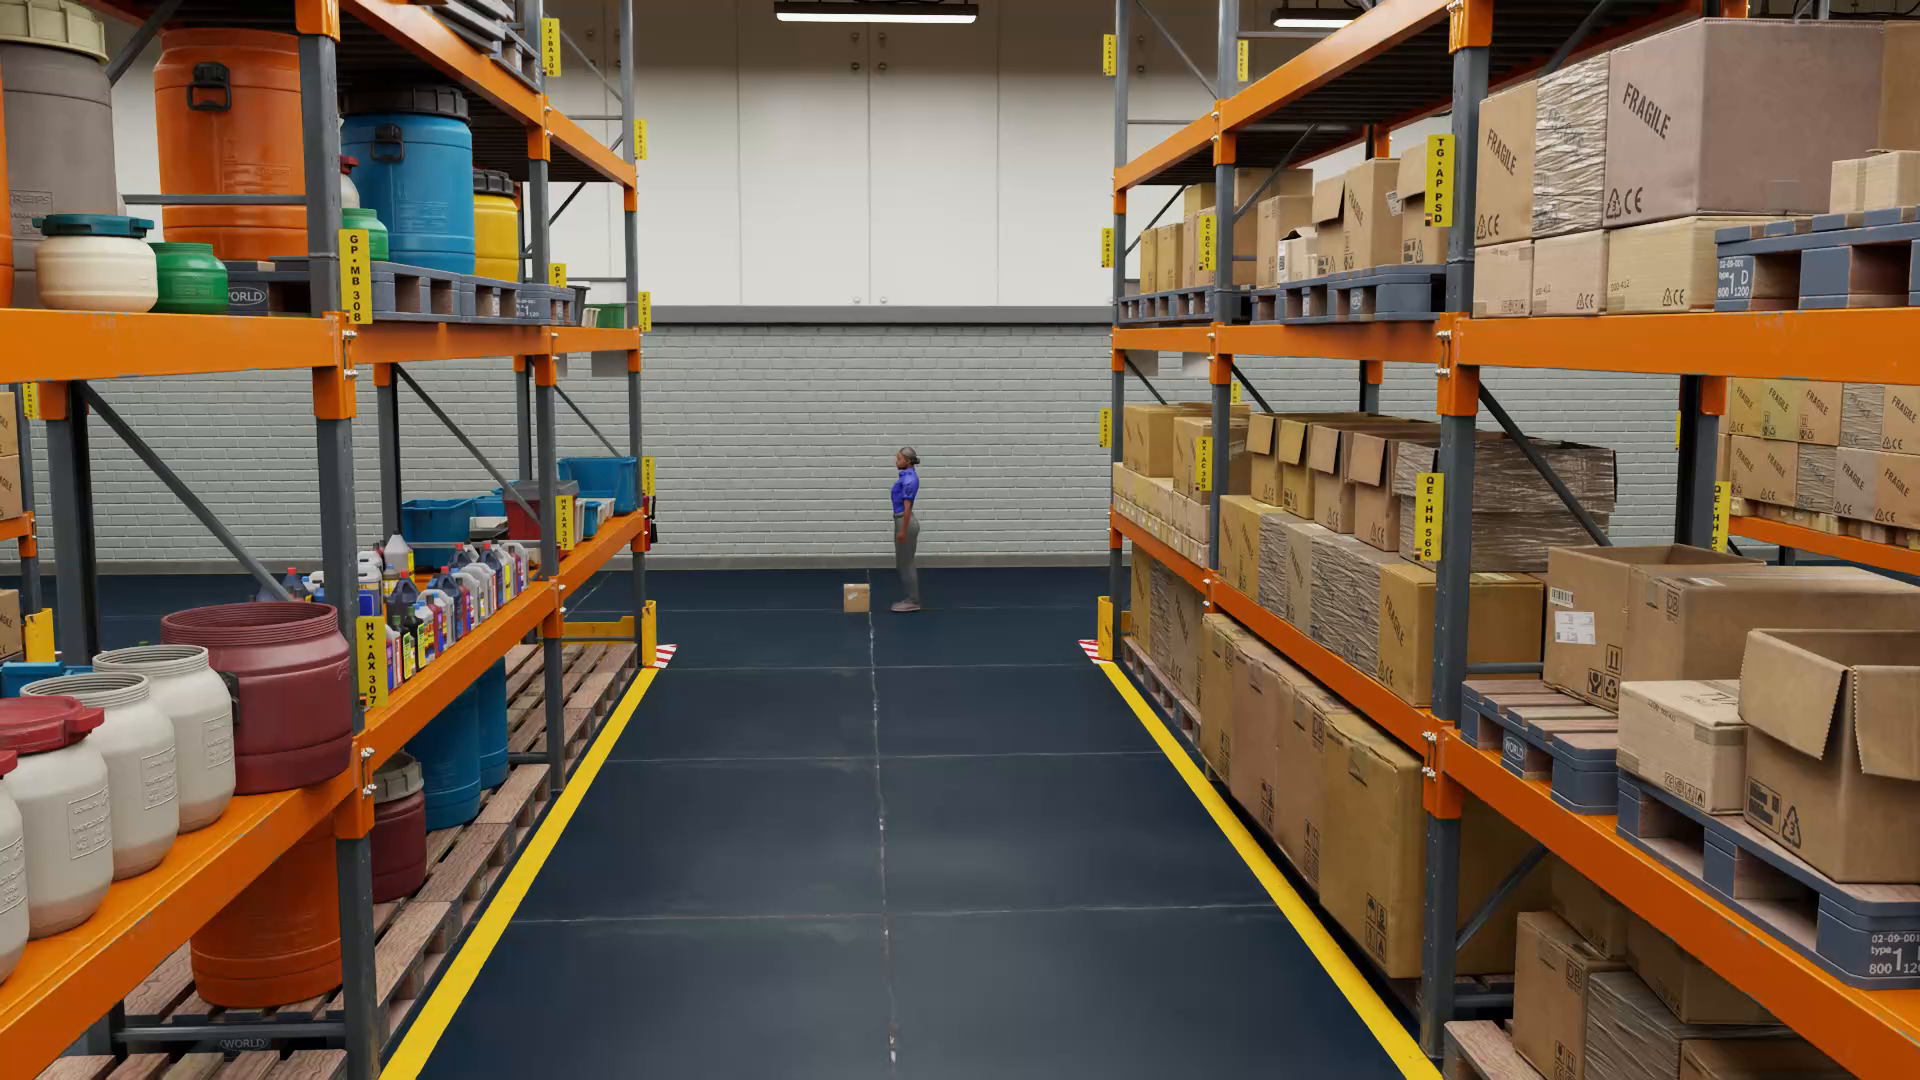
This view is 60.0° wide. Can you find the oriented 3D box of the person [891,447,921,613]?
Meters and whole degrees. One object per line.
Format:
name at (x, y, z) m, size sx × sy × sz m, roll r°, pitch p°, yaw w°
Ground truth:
person at (-0.543, -0.109, 16.704) m, size 0.299 × 1.662 × 0.436 m, roll 0°, pitch 7°, yaw -2°
